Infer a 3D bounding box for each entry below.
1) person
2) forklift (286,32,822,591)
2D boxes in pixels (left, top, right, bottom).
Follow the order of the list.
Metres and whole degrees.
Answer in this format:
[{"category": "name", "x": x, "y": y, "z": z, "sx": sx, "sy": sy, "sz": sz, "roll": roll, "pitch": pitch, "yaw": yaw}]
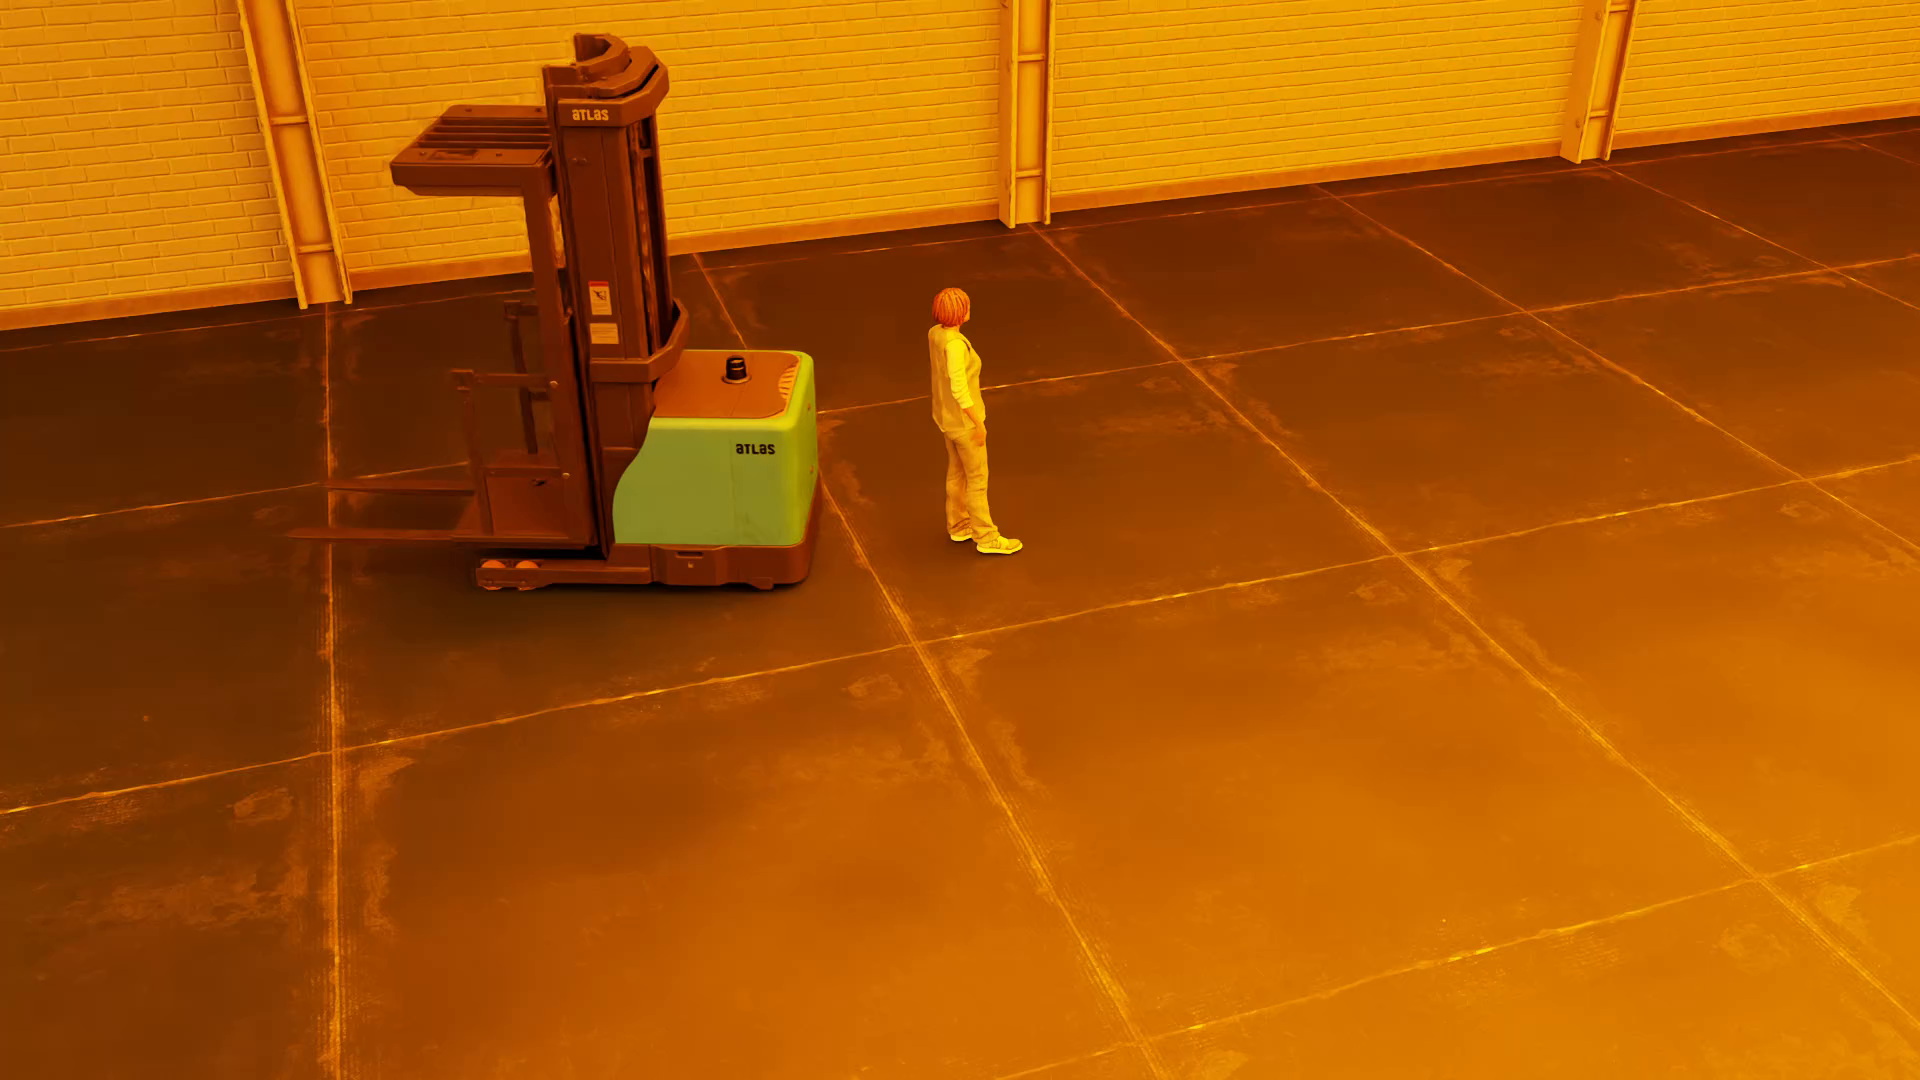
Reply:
[{"category": "person", "x": 0.075, "y": -0.704, "z": 9.634, "sx": 0.473, "sy": 1.599, "sz": 0.521, "roll": -10, "pitch": 31, "yaw": -16}, {"category": "forklift", "x": -2.378, "y": -1.243, "z": 9.247, "sx": 3.031, "sy": 2.935, "sz": 1.130, "roll": 1, "pitch": 30, "yaw": 2}]
